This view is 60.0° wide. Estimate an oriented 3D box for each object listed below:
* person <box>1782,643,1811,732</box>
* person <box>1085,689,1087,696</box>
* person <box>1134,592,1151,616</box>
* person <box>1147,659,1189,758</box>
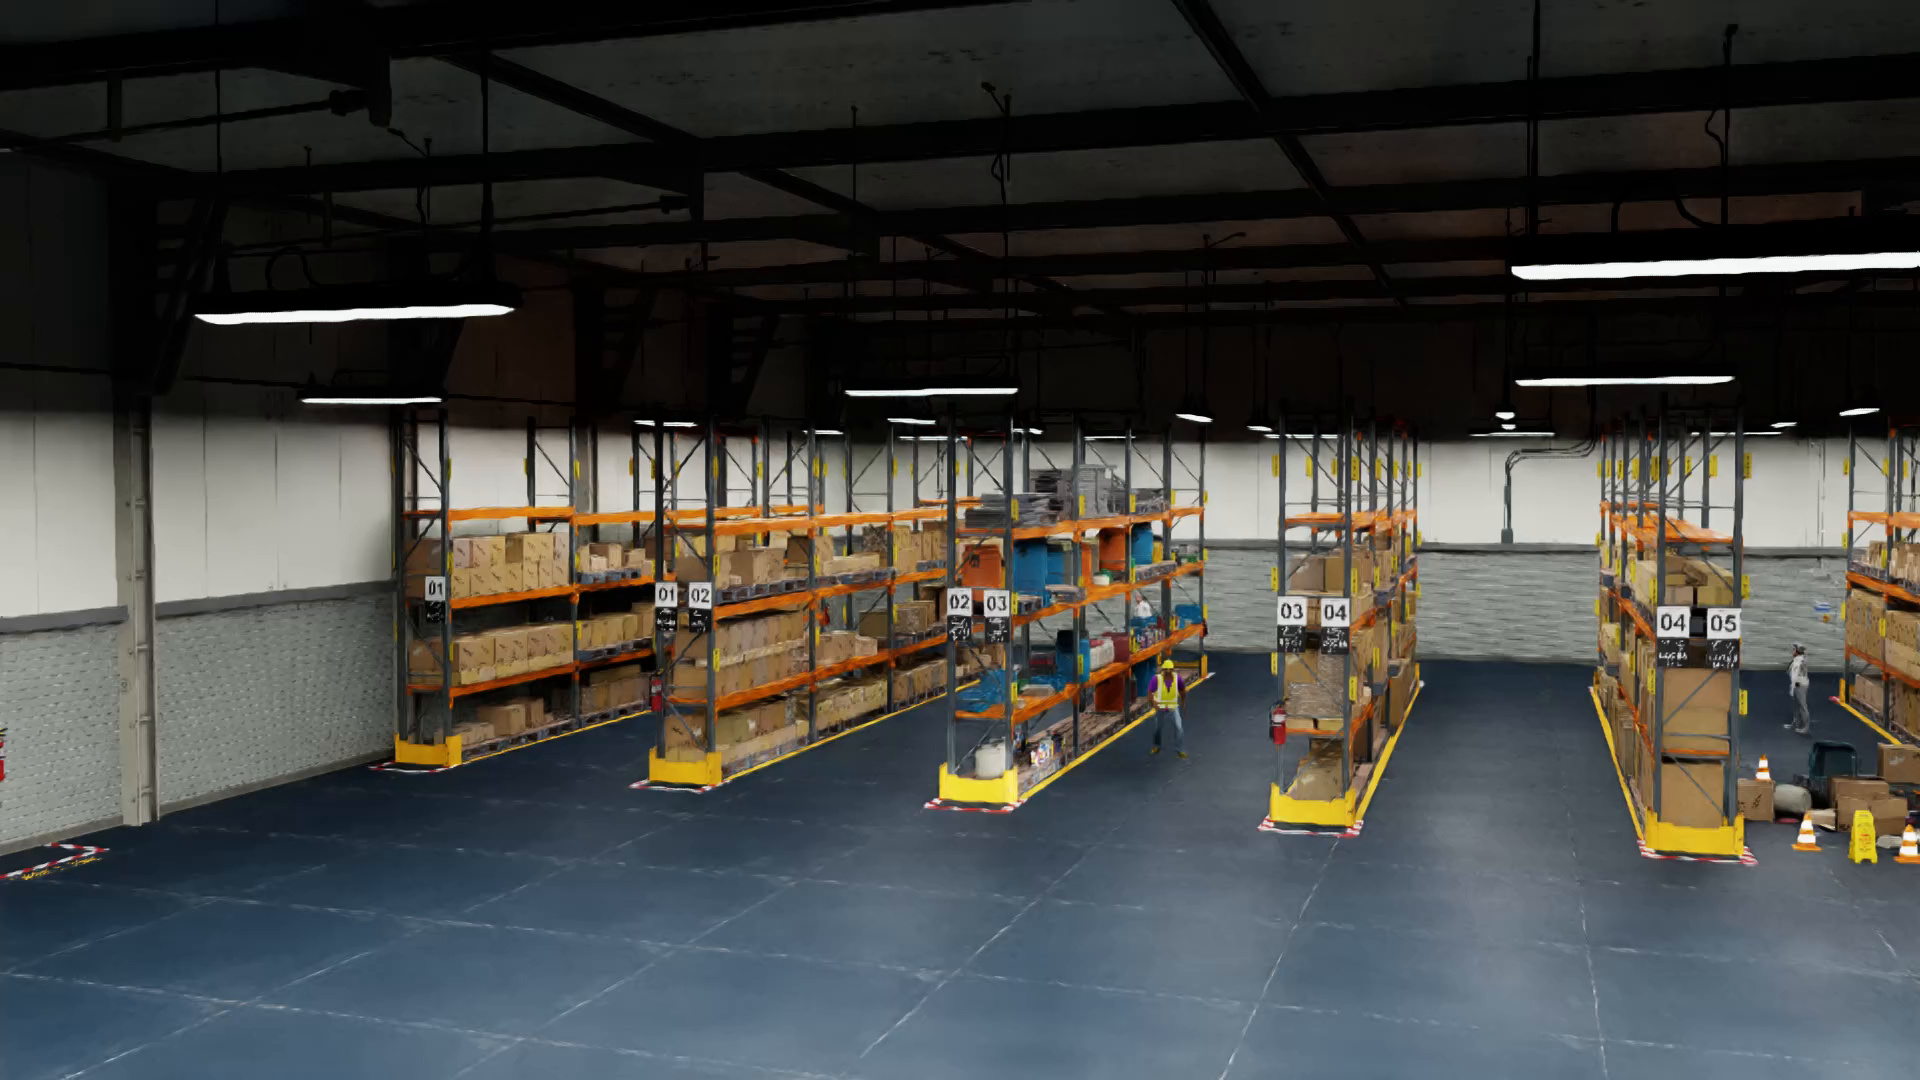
[{"bbox_3d":[15.944,2.797,31.666,0.538,1.663,0.585,2,3,41],"label":"person"},{"bbox_3d":[2.605,2.636,36.440,0.455,1.593,0.594,1,3,31],"label":"person"},{"bbox_3d":[4.766,2.244,43.375,0.537,1.763,0.679,-1,3,-16],"label":"person"},{"bbox_3d":[3.595,2.907,28.910,0.710,1.702,0.832,0,2,2],"label":"person"}]
